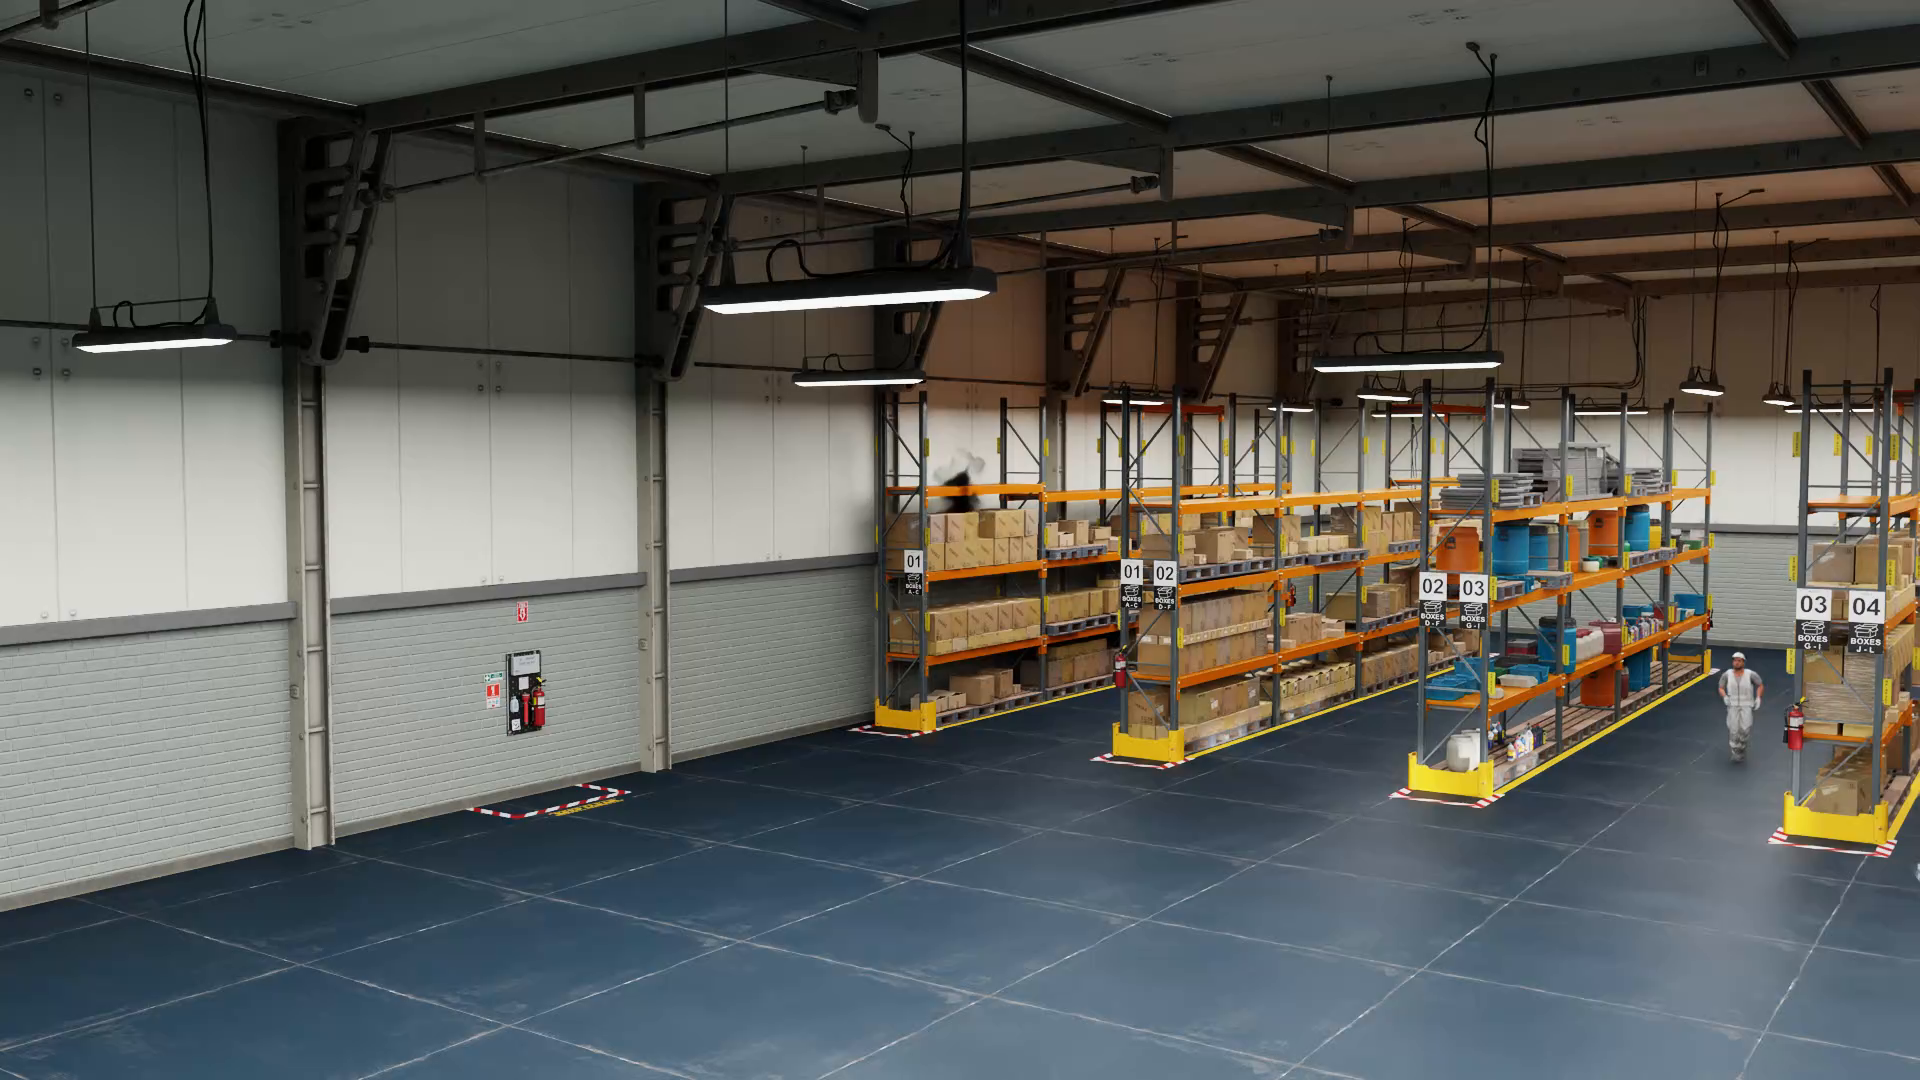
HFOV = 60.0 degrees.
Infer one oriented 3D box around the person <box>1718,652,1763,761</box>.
[{"bbox_3d":[12.370,2.659,26.398,0.643,1.744,0.552,2,4,31],"label":"person"}]
